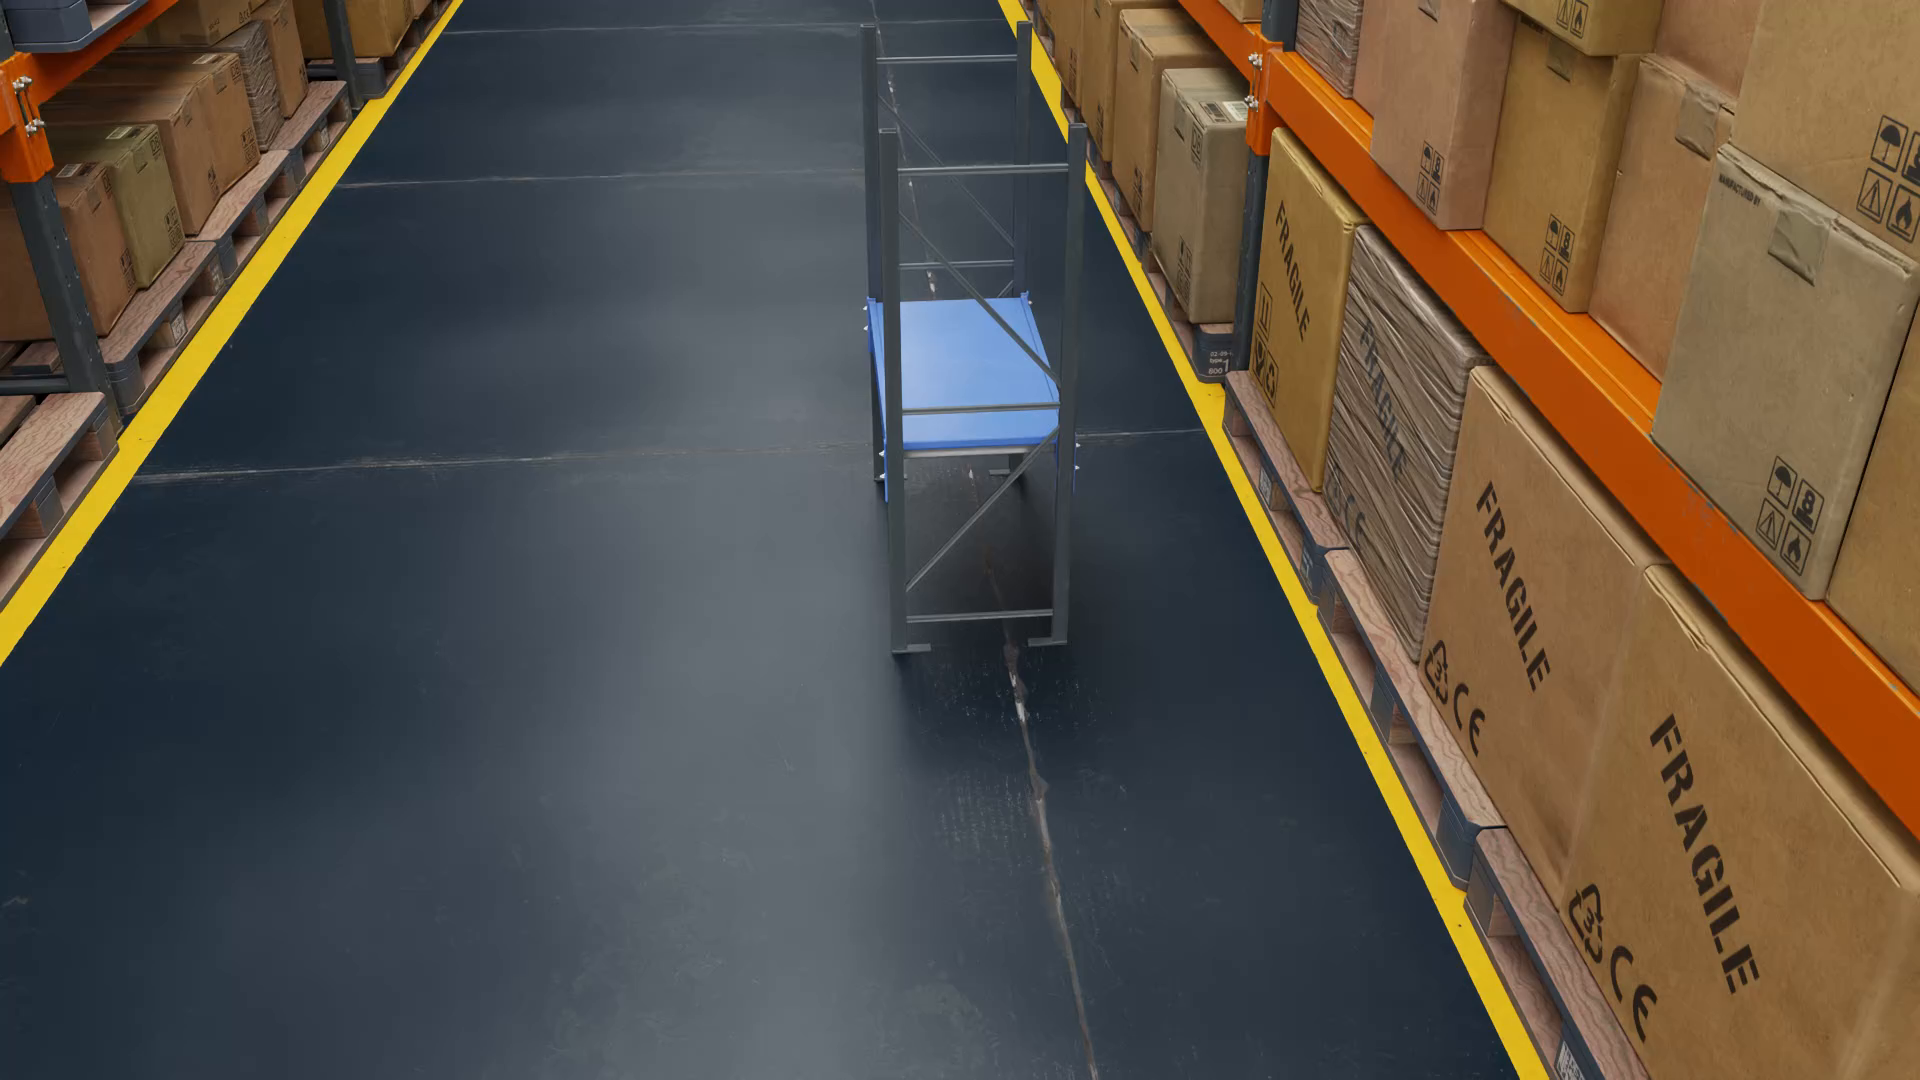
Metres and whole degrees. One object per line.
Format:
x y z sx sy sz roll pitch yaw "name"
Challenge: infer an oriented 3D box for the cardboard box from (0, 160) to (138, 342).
-3.496 -1.055 6.099 0.700 0.500 0.500 -5 31 -8 "cardboard box"

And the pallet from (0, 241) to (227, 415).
-3.534 -0.825 6.425 1.003 0.211 1.213 -3 31 -5 "pallet"

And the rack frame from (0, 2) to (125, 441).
-3.460 -1.625 5.045 1.000 3.000 0.127 -3 31 -5 "rack frame"

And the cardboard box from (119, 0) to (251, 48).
-3.681 -2.494 7.777 0.500 0.250 0.500 1 31 1 "cardboard box"

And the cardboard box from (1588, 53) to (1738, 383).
1.782 -0.592 3.169 0.875 0.550 0.550 -3 31 -5 "cardboard box"

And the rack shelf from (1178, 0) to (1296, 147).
1.301 -2.523 7.250 1.077 0.370 4.000 -3 31 -5 "rack shelf"

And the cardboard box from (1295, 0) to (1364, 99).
1.534 -1.687 5.003 0.875 0.550 0.550 -3 31 -5 "cardboard box"

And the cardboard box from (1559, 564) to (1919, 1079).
1.733 0.620 2.949 0.875 0.875 0.875 -3 31 -4 "cardboard box"

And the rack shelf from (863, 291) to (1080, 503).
0.008 -0.446 4.885 0.538 0.185 1.000 -3 31 -5 "rack shelf"

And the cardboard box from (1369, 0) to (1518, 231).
1.542 -1.126 4.064 0.875 0.550 0.550 -3 31 -5 "cardboard box"

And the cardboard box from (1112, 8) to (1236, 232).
1.254 -1.830 7.174 1.050 0.750 0.750 -3 31 -5 "cardboard box"

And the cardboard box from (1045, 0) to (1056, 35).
0.793 -3.283 9.850 0.500 0.500 0.500 -3 31 -5 "cardboard box"

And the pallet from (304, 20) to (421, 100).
-3.832 -2.876 9.859 1.003 0.211 1.213 -3 31 -5 "pallet"

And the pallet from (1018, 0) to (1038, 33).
0.932 -3.676 11.199 1.003 0.211 1.213 -3 31 -5 "pallet"

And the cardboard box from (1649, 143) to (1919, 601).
1.709 -0.300 2.681 0.875 0.550 0.550 -3 31 -5 "cardboard box"

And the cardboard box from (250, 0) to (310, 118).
-3.751 -2.441 8.421 0.700 0.500 0.500 -4 31 -7 "cardboard box"

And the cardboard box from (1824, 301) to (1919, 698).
1.782 -0.020 2.212 0.875 0.550 0.550 -3 31 -5 "cardboard box"

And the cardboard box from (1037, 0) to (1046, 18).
0.748 -3.549 10.294 0.500 0.500 0.500 -2 31 -3 "cardboard box"

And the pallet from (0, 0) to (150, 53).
-3.386 -1.939 5.759 1.003 0.211 1.213 -3 31 -5 "pallet"

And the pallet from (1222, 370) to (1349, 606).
1.481 -0.222 5.415 1.003 0.211 1.213 -3 31 -5 "pallet"

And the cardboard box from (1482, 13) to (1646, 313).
1.691 -0.860 3.619 0.875 0.550 0.500 -3 31 -5 "cardboard box"

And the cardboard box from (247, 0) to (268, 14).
-3.741 -2.764 8.229 0.500 0.250 0.500 -2 31 -3 "cardboard box"

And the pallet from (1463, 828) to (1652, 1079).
1.709 1.024 3.329 1.003 0.211 1.213 -3 31 -5 "pallet"

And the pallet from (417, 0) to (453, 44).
-3.943 -3.497 10.899 1.003 0.211 1.213 -3 31 -5 "pallet"

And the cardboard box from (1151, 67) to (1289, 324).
1.340 -1.338 6.349 1.050 0.750 0.750 -3 31 -5 "cardboard box"

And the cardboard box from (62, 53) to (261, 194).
-3.627 -1.870 7.464 0.700 0.500 0.500 0 31 0 "cardboard box"

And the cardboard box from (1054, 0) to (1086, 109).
1.082 -2.752 8.717 1.050 0.750 0.750 -3 31 -5 "cardboard box"

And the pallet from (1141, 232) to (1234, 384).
1.341 -1.004 6.725 1.003 0.211 1.213 -3 31 -5 "pallet"

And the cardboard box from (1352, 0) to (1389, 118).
1.608 -1.408 4.535 0.875 0.550 0.550 -3 31 -5 "cardboard box"

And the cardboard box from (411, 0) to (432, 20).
-3.953 -3.744 10.255 1.225 0.875 0.875 -3 31 -4 "cardboard box"

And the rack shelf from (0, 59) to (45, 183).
-3.273 -0.295 3.520 1.077 0.370 4.000 -3 31 -5 "rack shelf"

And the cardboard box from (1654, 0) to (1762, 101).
1.805 -1.057 2.894 0.875 0.550 0.550 -3 31 -5 "cardboard box"

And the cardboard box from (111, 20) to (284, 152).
-3.686 -2.159 7.948 0.700 0.500 0.500 -5 31 -9 "cardboard box"

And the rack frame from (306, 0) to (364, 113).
-3.833 -3.667 8.464 1.000 3.000 0.127 -3 31 -5 "rack frame"

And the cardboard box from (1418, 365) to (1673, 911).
1.648 0.171 3.701 0.875 0.875 0.875 -3 31 -5 "cardboard box"

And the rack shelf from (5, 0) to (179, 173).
-3.647 -2.337 6.939 1.077 0.370 4.000 -3 31 -5 "rack shelf"

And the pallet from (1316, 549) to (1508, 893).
1.598 0.403 4.370 1.003 0.211 1.213 -3 31 -5 "pallet"

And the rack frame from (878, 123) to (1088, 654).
0.055 -0.341 4.358 0.500 1.500 0.032 -3 31 -5 "rack frame"

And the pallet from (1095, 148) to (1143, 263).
1.224 -1.628 7.770 1.003 0.211 1.213 -3 31 -5 "pallet"

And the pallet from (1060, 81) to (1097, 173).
1.113 -2.250 8.810 1.003 0.211 1.213 -3 31 -5 "pallet"

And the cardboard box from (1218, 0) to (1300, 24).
1.173 -2.107 5.755 0.500 0.500 0.500 -3 31 -5 "cardboard box"

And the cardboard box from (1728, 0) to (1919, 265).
1.722 -0.764 2.405 0.875 0.550 0.550 -3 31 -5 "cardboard box"

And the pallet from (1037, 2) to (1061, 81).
1.043 -3.055 10.158 1.003 0.211 1.213 -3 31 -5 "pallet"

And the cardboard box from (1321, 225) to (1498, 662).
1.565 -0.294 4.480 0.875 0.875 0.875 -3 31 -4 "cardboard box"

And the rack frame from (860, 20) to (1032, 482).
-0.040 -0.860 5.227 0.500 1.500 0.032 -3 31 -5 "rack frame"

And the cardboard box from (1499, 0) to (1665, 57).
1.626 -1.321 3.337 0.875 0.550 0.500 -3 31 -5 "cardboard box"

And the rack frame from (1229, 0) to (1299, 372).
1.488 -1.811 5.356 1.000 3.000 0.127 -3 31 -5 "rack frame"

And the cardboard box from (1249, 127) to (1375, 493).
1.477 -0.754 5.250 0.875 0.875 0.875 -2 31 -4 "cardboard box"

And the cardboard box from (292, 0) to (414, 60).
-3.877 -3.288 9.492 1.225 0.875 0.875 -4 31 -7 "cardboard box"

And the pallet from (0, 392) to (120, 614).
-3.362 -0.086 5.189 1.003 0.211 1.213 -3 31 -5 "pallet"

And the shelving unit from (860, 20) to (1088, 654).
0.008 -0.600 4.792 0.538 1.500 1.048 -3 31 -5 "shelving unit"

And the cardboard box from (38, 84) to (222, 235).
-3.574 -1.585 6.987 0.700 0.500 0.500 -5 31 -9 "cardboard box"

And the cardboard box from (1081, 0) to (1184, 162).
1.167 -2.306 7.970 1.050 0.750 0.750 -2 31 -4 "cardboard box"

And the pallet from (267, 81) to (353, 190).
-3.762 -2.071 8.511 1.003 0.211 1.213 -3 31 -5 "pallet"

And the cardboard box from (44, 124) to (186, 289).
-3.521 -1.299 6.509 0.700 0.500 0.500 -3 31 -5 "cardboard box"

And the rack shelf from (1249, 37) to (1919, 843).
1.675 -0.481 3.831 1.077 0.370 4.000 -3 31 -5 "rack shelf"

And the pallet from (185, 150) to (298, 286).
-3.651 -1.449 7.470 1.003 0.211 1.213 -3 31 -5 "pallet"
